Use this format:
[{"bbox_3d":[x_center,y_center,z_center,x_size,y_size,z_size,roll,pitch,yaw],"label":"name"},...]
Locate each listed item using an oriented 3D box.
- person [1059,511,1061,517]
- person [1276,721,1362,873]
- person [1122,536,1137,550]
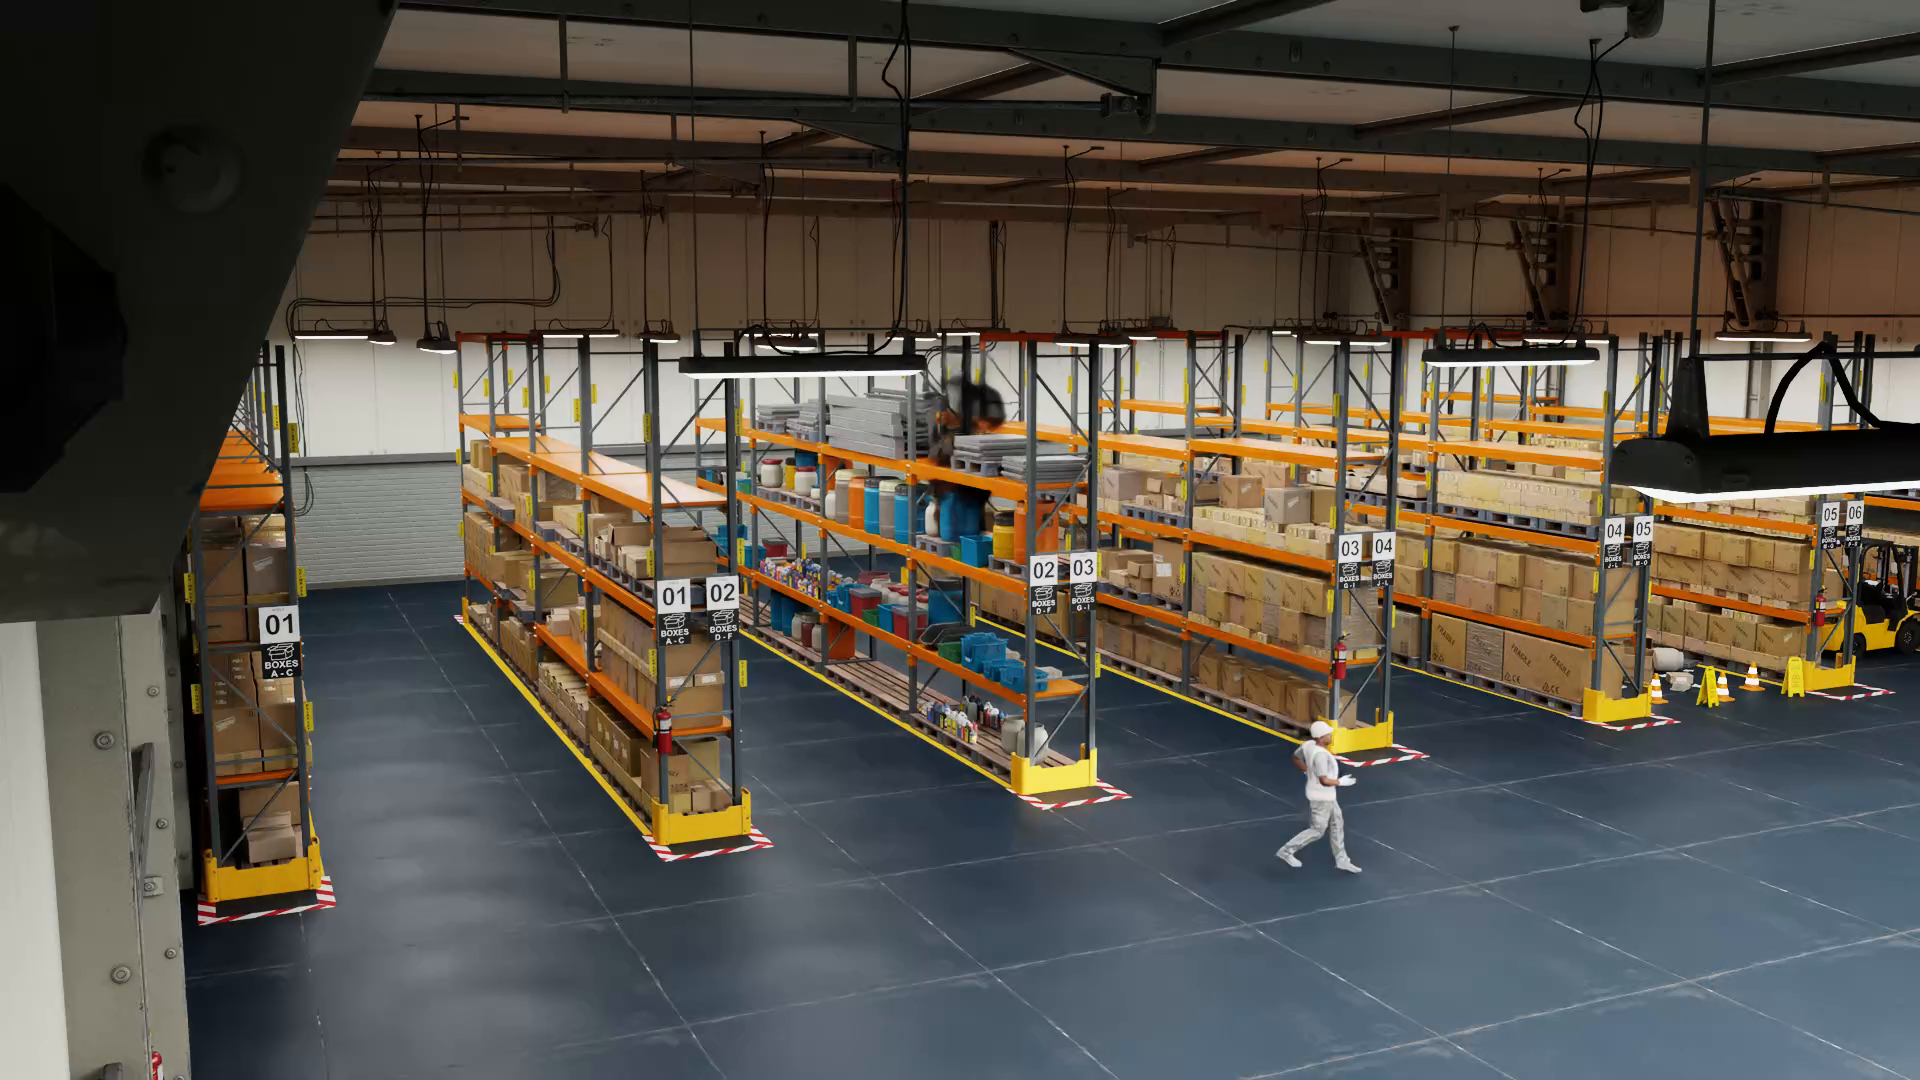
[{"bbox_3d":[2.227,0.144,39.694,0.712,1.719,0.514,2,8,15],"label":"person"},{"bbox_3d":[4.095,2.920,18.866,0.990,1.785,0.694,0,8,3],"label":"person"},{"bbox_3d":[4.315,-0.109,41.753,0.555,1.649,0.690,3,8,18],"label":"person"}]
